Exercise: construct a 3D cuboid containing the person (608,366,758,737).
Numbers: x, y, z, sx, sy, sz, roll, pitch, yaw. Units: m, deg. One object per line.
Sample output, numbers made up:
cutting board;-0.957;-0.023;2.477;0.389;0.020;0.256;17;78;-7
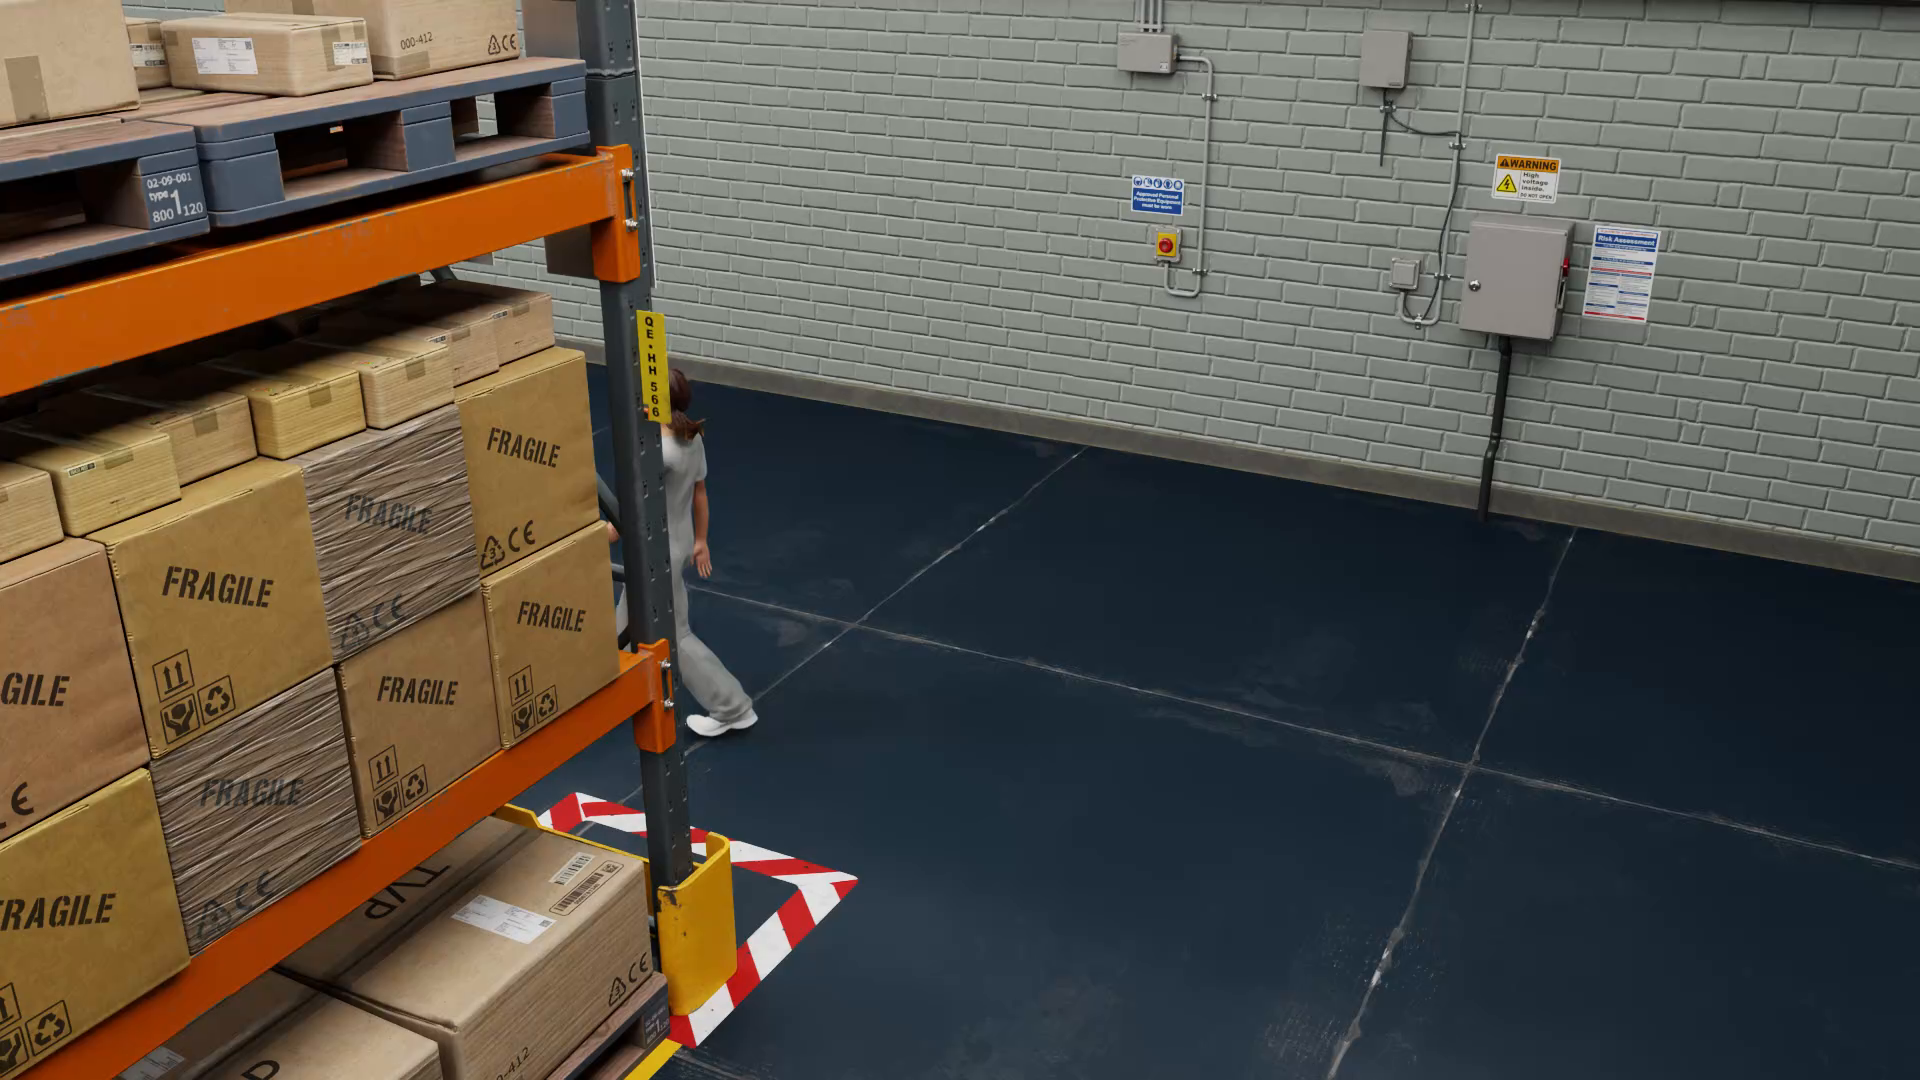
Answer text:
person;-1.332;0.055;6.996;0.946;1.618;0.498;6;24;14
